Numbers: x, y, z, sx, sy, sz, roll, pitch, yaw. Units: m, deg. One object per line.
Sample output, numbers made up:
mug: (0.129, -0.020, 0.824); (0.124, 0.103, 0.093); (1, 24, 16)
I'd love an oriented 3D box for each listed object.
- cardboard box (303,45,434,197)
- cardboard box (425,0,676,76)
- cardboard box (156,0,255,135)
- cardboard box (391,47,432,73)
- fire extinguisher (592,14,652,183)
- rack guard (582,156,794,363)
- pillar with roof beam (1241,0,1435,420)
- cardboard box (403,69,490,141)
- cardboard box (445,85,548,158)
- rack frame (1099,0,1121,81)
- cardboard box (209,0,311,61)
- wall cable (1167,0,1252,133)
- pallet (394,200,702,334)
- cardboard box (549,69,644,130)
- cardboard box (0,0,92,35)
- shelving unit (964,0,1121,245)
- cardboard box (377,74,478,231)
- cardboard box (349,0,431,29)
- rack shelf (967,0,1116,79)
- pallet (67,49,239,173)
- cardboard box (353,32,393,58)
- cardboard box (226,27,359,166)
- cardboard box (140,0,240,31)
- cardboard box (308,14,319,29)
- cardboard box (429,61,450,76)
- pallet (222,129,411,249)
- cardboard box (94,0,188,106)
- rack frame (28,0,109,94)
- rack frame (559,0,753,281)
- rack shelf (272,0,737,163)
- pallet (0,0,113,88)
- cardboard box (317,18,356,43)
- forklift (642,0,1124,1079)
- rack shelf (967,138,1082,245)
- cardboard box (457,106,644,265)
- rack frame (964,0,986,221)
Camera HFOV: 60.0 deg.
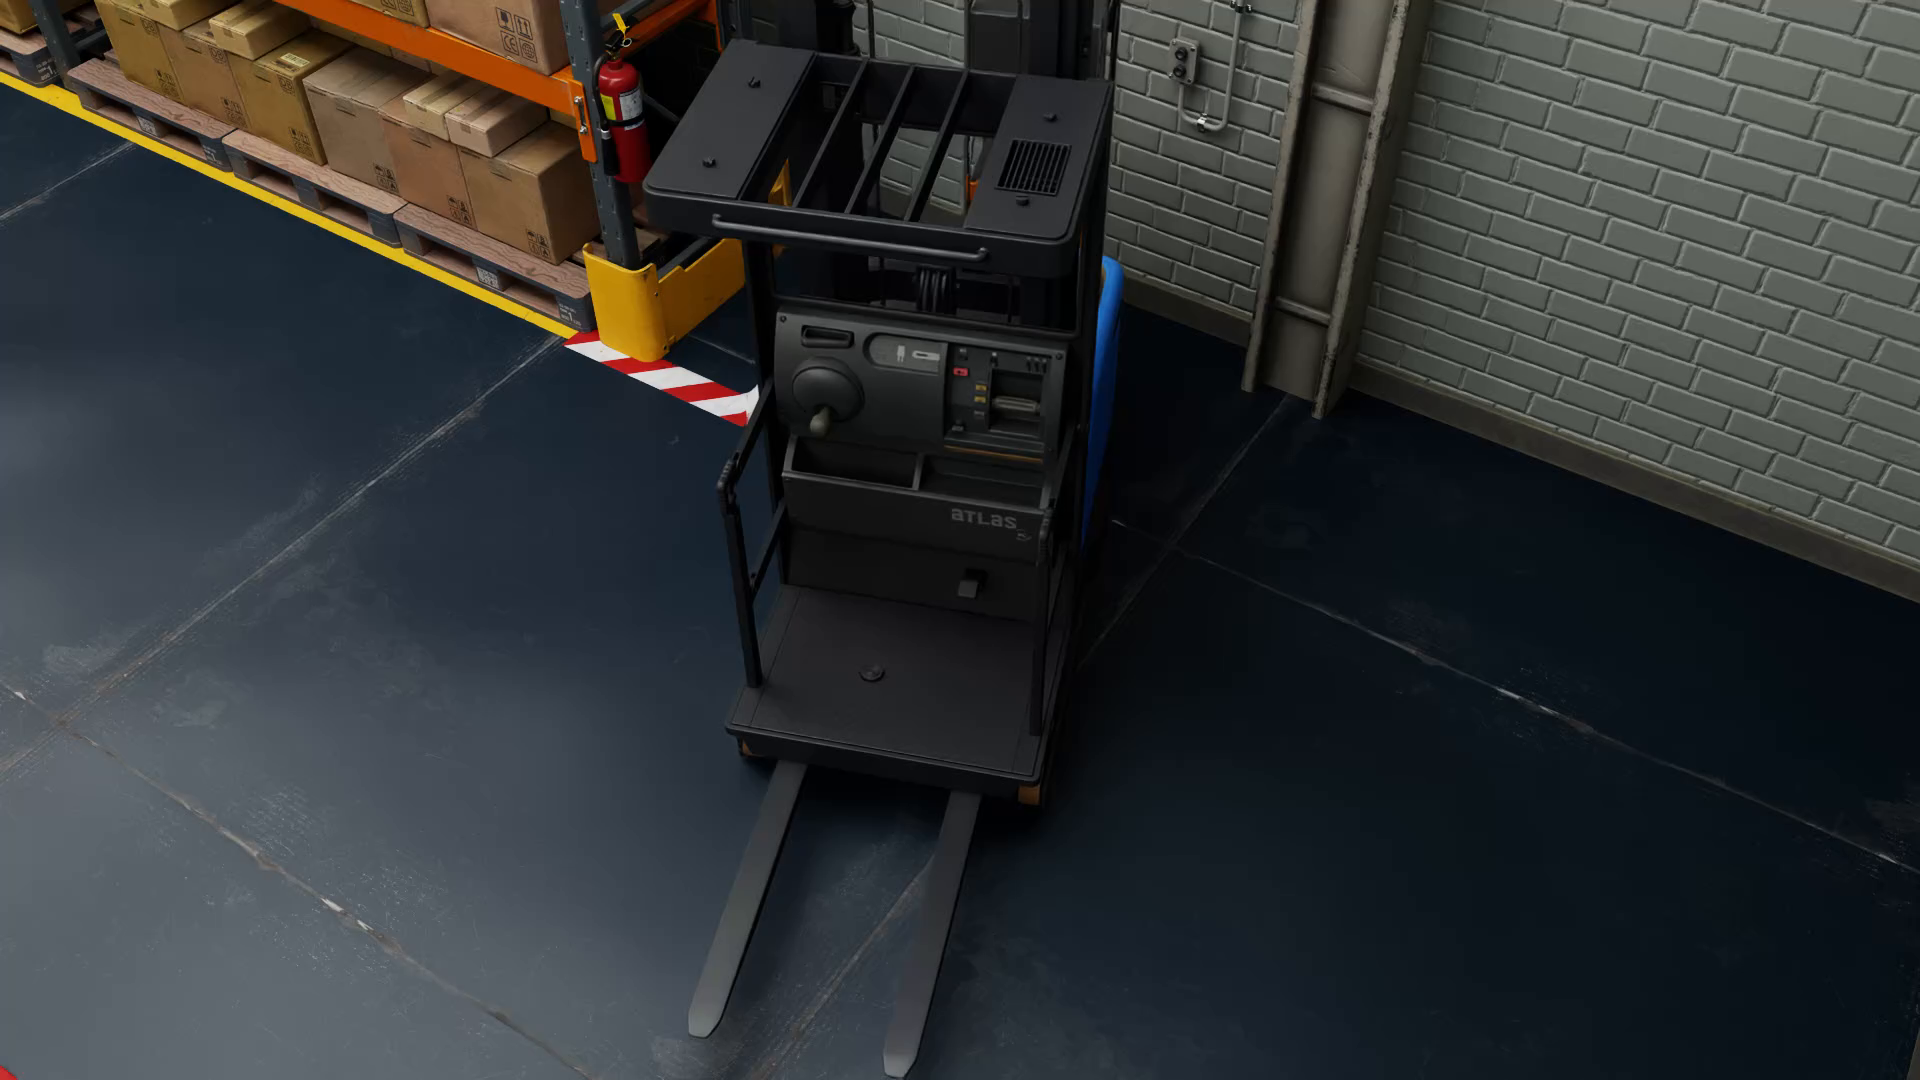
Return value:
cardboard box: (-2.730, -2.133, 8.181); (0.500, 0.500, 0.700); (23, 50, 21)
cardboard box: (-1.676, -2.555, 6.932); (0.700, 0.700, 0.980); (27, 52, 24)
cardboard box: (-3.613, -2.535, 8.572); (0.500, 0.500, 0.700); (24, 51, 22)
cardboard box: (-2.523, -2.434, 8.022); (0.250, 0.149, 0.380); (25, 51, 23)
fire extinguisher: (-1.364, -1.765, 6.688); (0.183, 0.674, 0.296); (25, 51, 22)
rack guard: (-1.221, -1.379, 7.741); (0.348, 0.500, 1.175); (25, 51, 22)
pillar with roof beam: (-0.826, -1.228, 1.669); (0.400, 9.000, 9.100); (25, 51, 22)
cardboard box: (-2.307, -2.009, 7.609); (0.250, 0.149, 0.380); (26, 51, 23)
cardboard box: (-2.091, -1.911, 7.513); (0.250, 0.149, 0.380); (24, 51, 22)
rack frame: (0.542, -1.282, 6.532); (0.015, 2.100, 0.400); (9, 46, 8)
cardboard box: (-3.405, -2.513, 8.098); (0.250, 0.149, 0.380); (23, 50, 21)
wall cable: (0.347, -2.689, 6.563); (1.851, 1.984, 0.084); (25, 51, 22)
pallet: (-1.957, -1.550, 8.109); (1.213, 0.211, 1.003); (25, 51, 22)
cardboard box: (-1.672, -2.044, 7.642); (0.250, 0.149, 0.380); (25, 51, 22)
cardboard box: (-5.226, -3.378, 9.147); (0.750, 0.750, 0.750); (25, 51, 23)
shelving unit: (0.303, -1.319, 6.567); (0.503, 2.100, 0.431); (9, 46, 8)
cardboard box: (-2.306, -1.939, 7.993); (0.500, 0.500, 0.700); (25, 51, 22)
cardboard box: (-2.295, -2.830, 7.199); (0.700, 0.700, 0.980); (24, 51, 22)
rack shelf: (0.303, -1.797, 6.075); (0.480, 0.518, 0.431); (9, 46, 8)
pallet: (-4.011, -2.495, 9.027); (1.213, 0.211, 1.003); (25, 51, 22)
cardboard box: (-2.740, -2.533, 8.118); (0.250, 0.149, 0.380); (25, 51, 22)
cardboard box: (-3.183, -2.335, 8.378); (0.500, 0.500, 0.700); (26, 51, 23)
cardboard box: (-3.845, -2.715, 8.295); (0.250, 0.149, 0.380); (26, 51, 23)
cardboard box: (-3.170, -2.731, 8.310); (0.250, 0.149, 0.380); (25, 51, 22)
cardboard box: (-2.309, -2.336, 7.927); (0.250, 0.149, 0.380); (25, 51, 22)
pallet: (-2.980, -2.023, 8.568); (1.213, 0.211, 1.003); (25, 51, 22)
cardboard box: (-4.034, -2.732, 8.763); (0.500, 0.500, 0.700); (25, 51, 23)
rack frame: (-4.609, -3.808, 8.359); (0.127, 3.000, 1.000); (25, 51, 22)
rack frame: (-1.242, -2.259, 6.854); (0.127, 3.000, 1.000); (25, 51, 22)
rack shelf: (-2.925, -2.783, 7.864); (4.000, 0.370, 1.077); (25, 51, 22)
pallet: (-5.299, -3.089, 9.605); (1.213, 0.211, 1.003); (25, 51, 22)
cardboard box: (-2.953, -2.632, 8.214); (0.250, 0.149, 0.380); (24, 50, 21)
forklift: (-0.174, -0.390, 5.085); (1.130, 2.935, 3.031); (9, 46, 8)
rack shelf: (0.303, -1.309, 6.577); (0.480, 0.518, 0.431); (9, 46, 8)
cardboard box: (-1.885, -1.745, 7.804); (0.500, 0.500, 0.700); (25, 51, 22)
rack frame: (0.064, -1.355, 6.603); (0.015, 2.100, 0.400); (9, 46, 8)
